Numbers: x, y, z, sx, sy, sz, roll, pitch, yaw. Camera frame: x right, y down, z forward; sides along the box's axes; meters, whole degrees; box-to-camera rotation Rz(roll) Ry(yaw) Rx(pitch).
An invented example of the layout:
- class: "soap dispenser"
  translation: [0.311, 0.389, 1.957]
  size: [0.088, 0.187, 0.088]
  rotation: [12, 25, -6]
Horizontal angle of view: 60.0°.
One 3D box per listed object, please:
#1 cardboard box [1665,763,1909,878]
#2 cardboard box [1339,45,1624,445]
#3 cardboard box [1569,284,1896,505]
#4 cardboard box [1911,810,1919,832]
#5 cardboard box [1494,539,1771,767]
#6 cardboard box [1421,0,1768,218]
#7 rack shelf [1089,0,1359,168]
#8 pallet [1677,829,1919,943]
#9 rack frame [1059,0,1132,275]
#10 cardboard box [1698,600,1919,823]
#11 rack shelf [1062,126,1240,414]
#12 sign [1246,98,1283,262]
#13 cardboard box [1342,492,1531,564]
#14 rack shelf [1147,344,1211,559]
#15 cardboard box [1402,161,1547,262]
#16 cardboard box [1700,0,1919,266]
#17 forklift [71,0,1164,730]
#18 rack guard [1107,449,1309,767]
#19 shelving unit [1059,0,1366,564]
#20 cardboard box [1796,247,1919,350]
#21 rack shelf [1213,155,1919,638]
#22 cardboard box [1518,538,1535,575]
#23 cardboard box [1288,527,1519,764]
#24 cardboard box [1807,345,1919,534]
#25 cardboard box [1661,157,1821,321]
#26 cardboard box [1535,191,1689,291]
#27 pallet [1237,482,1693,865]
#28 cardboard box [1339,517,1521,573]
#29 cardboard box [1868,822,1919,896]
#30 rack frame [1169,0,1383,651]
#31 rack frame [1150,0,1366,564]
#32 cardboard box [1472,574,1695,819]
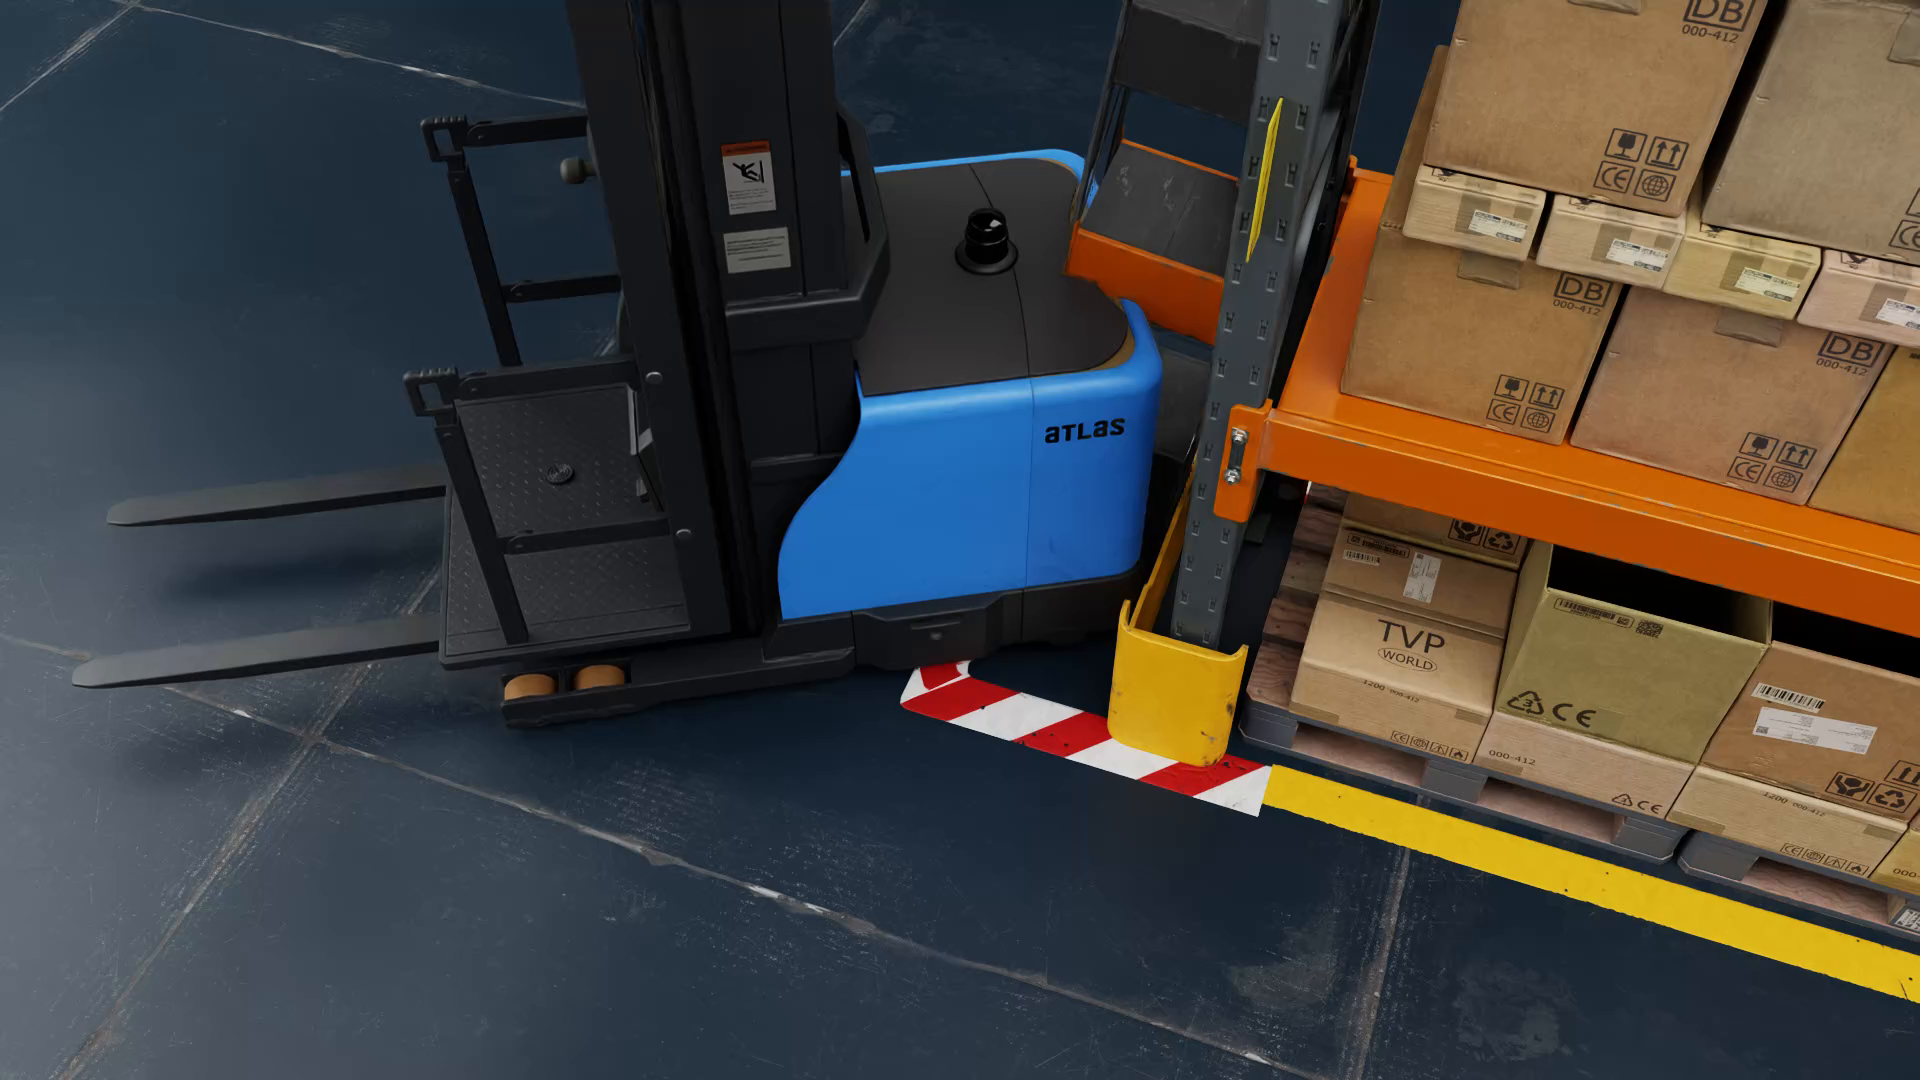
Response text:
- class: "cardboard box"
  translation: [2.156, 0.541, 4.338]
  size: [0.500, 0.250, 0.500]
  rotation: [16, 51, 13]
- class: "cardboard box"
  translation: [1.224, -0.682, 3.790]
  size: [0.500, 0.500, 0.700]
  rotation: [16, 51, 13]
- class: "cardboard box"
  translation: [1.719, -0.548, 3.673]
  size: [0.500, 0.500, 0.700]
  rotation: [17, 51, 14]
- class: "cardboard box"
  translation: [2.623, 0.430, 3.938]
  size: [0.500, 0.500, 0.500]
  rotation: [16, 51, 13]
- class: "cardboard box"
  translation: [1.687, 0.165, 4.168]
  size: [0.500, 0.500, 0.500]
  rotation: [16, 51, 13]
- class: "cardboard box"
  translation: [1.274, -1.093, 3.287]
  size: [0.500, 0.500, 0.700]
  rotation: [16, 51, 13]
- class: "rack shelf"
  translation: [0.640, -1.134, 3.968]
  size: [0.480, 0.518, 0.431]
  rotation: [21, 54, 6]
- class: "pallet"
  translation: [2.663, 0.624, 4.569]
  size: [1.213, 0.211, 1.003]
  rotation: [16, 51, 13]
- class: "rack frame"
  translation: [0.332, -0.822, 4.549]
  size: [0.015, 2.100, 0.400]
  rotation: [21, 54, 6]
- class: "cardboard box"
  translation: [2.160, 0.287, 4.062]
  size: [0.500, 0.500, 0.500]
  rotation: [16, 51, 13]
- class: "rack shelf"
  translation: [0.557, -0.729, 4.533]
  size: [0.480, 0.518, 0.431]
  rotation: [21, 54, 6]
- class: "sign"
  translation: [0.593, -0.698, 3.245]
  size: [0.005, 0.325, 0.100]
  rotation: [16, 51, 13]
- class: "cardboard box"
  translation: [1.397, -0.333, 4.599]
  size: [0.500, 0.500, 0.500]
  rotation: [16, 51, 13]
- class: "rack shelf"
  translation: [0.474, -0.324, 5.098]
  size: [0.480, 0.518, 0.431]
  rotation: [21, 54, 6]
- class: "cardboard box"
  translation: [1.084, -0.770, 3.437]
  size: [0.250, 0.149, 0.380]
  rotation: [15, 51, 13]
- class: "cardboard box"
  translation: [1.769, -0.959, 3.171]
  size: [0.500, 0.500, 0.700]
  rotation: [14, 51, 12]
- class: "forklift"
  translation: [-1.029, -0.856, 4.052]
  size: [3.031, 2.935, 1.130]
  rotation: [-7, 49, -6]
- class: "rack guard"
  translation: [0.768, 0.032, 4.891]
  size: [0.348, 0.500, 1.175]
  rotation: [16, 51, 13]
- class: "shelving unit"
  translation: [0.559, -0.737, 4.522]
  size: [0.503, 2.100, 0.431]
  rotation: [21, 54, 6]
- class: "cardboard box"
  translation: [1.802, -0.569, 3.263]
  size: [0.250, 0.149, 0.380]
  rotation: [15, 51, 13]
- class: "rack shelf"
  translation: [2.667, -0.021, 3.759]
  size: [4.000, 0.370, 1.077]
  rotation: [16, 51, 13]
- class: "cardboard box"
  translation: [1.870, 0.036, 4.775]
  size: [0.500, 0.250, 0.500]
  rotation: [16, 51, 13]
- class: "cardboard box"
  translation: [1.217, 0.281, 4.563]
  size: [0.500, 0.250, 0.500]
  rotation: [16, 51, 13]
- class: "cardboard box"
  translation: [2.182, -0.413, 3.557]
  size: [0.500, 0.500, 0.700]
  rotation: [16, 51, 13]
- class: "cardboard box"
  translation: [1.566, -0.636, 3.321]
  size: [0.250, 0.149, 0.380]
  rotation: [16, 51, 13]
- class: "cardboard box"
  translation: [1.333, -0.703, 3.379]
  size: [0.250, 0.149, 0.380]
  rotation: [14, 51, 12]
- class: "pallet"
  translation: [1.523, 0.304, 4.847]
  size: [1.213, 0.211, 1.003]
  rotation: [16, 51, 13]
- class: "cardboard box"
  translation: [1.396, -0.086, 4.881]
  size: [0.500, 0.250, 0.500]
  rotation: [16, 51, 13]
- class: "cardboard box"
  translation: [2.623, 0.675, 4.222]
  size: [0.500, 0.250, 0.500]
  rotation: [16, 51, 13]
- class: "rack frame"
  translation: [0.791, -0.780, 3.941]
  size: [0.127, 3.000, 1.000]
  rotation: [16, 51, 13]
- class: "rack frame"
  translation: [0.786, -0.652, 4.494]
  size: [0.015, 2.100, 0.400]
  rotation: [21, 54, 6]
- class: "cardboard box"
  translation: [1.687, 0.409, 4.452]
  size: [0.500, 0.250, 0.500]
  rotation: [16, 51, 13]
